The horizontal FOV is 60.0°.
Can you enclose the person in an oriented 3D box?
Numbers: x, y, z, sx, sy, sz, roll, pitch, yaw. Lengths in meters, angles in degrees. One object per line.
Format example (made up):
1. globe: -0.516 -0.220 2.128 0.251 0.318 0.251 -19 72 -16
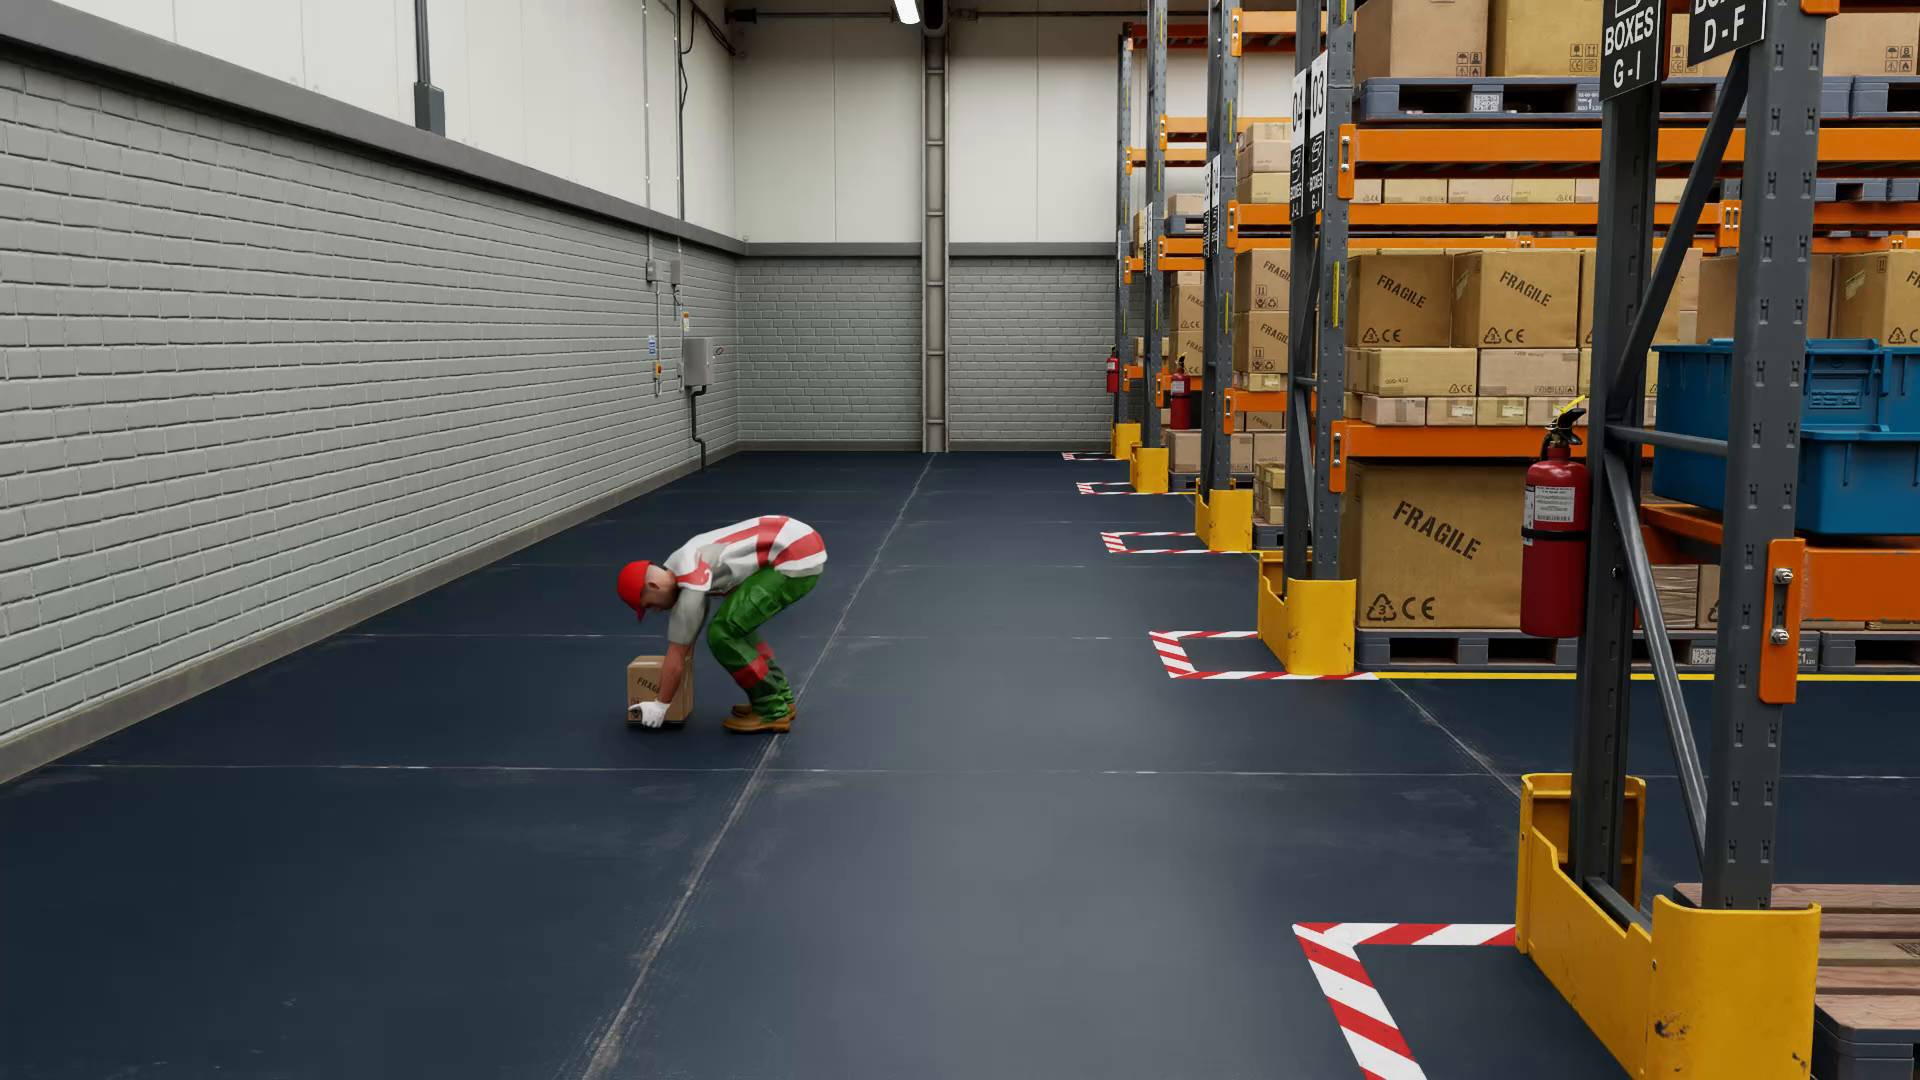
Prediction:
1. person: -1.074 0.370 7.543 0.949 0.956 0.534 0 7 -2
